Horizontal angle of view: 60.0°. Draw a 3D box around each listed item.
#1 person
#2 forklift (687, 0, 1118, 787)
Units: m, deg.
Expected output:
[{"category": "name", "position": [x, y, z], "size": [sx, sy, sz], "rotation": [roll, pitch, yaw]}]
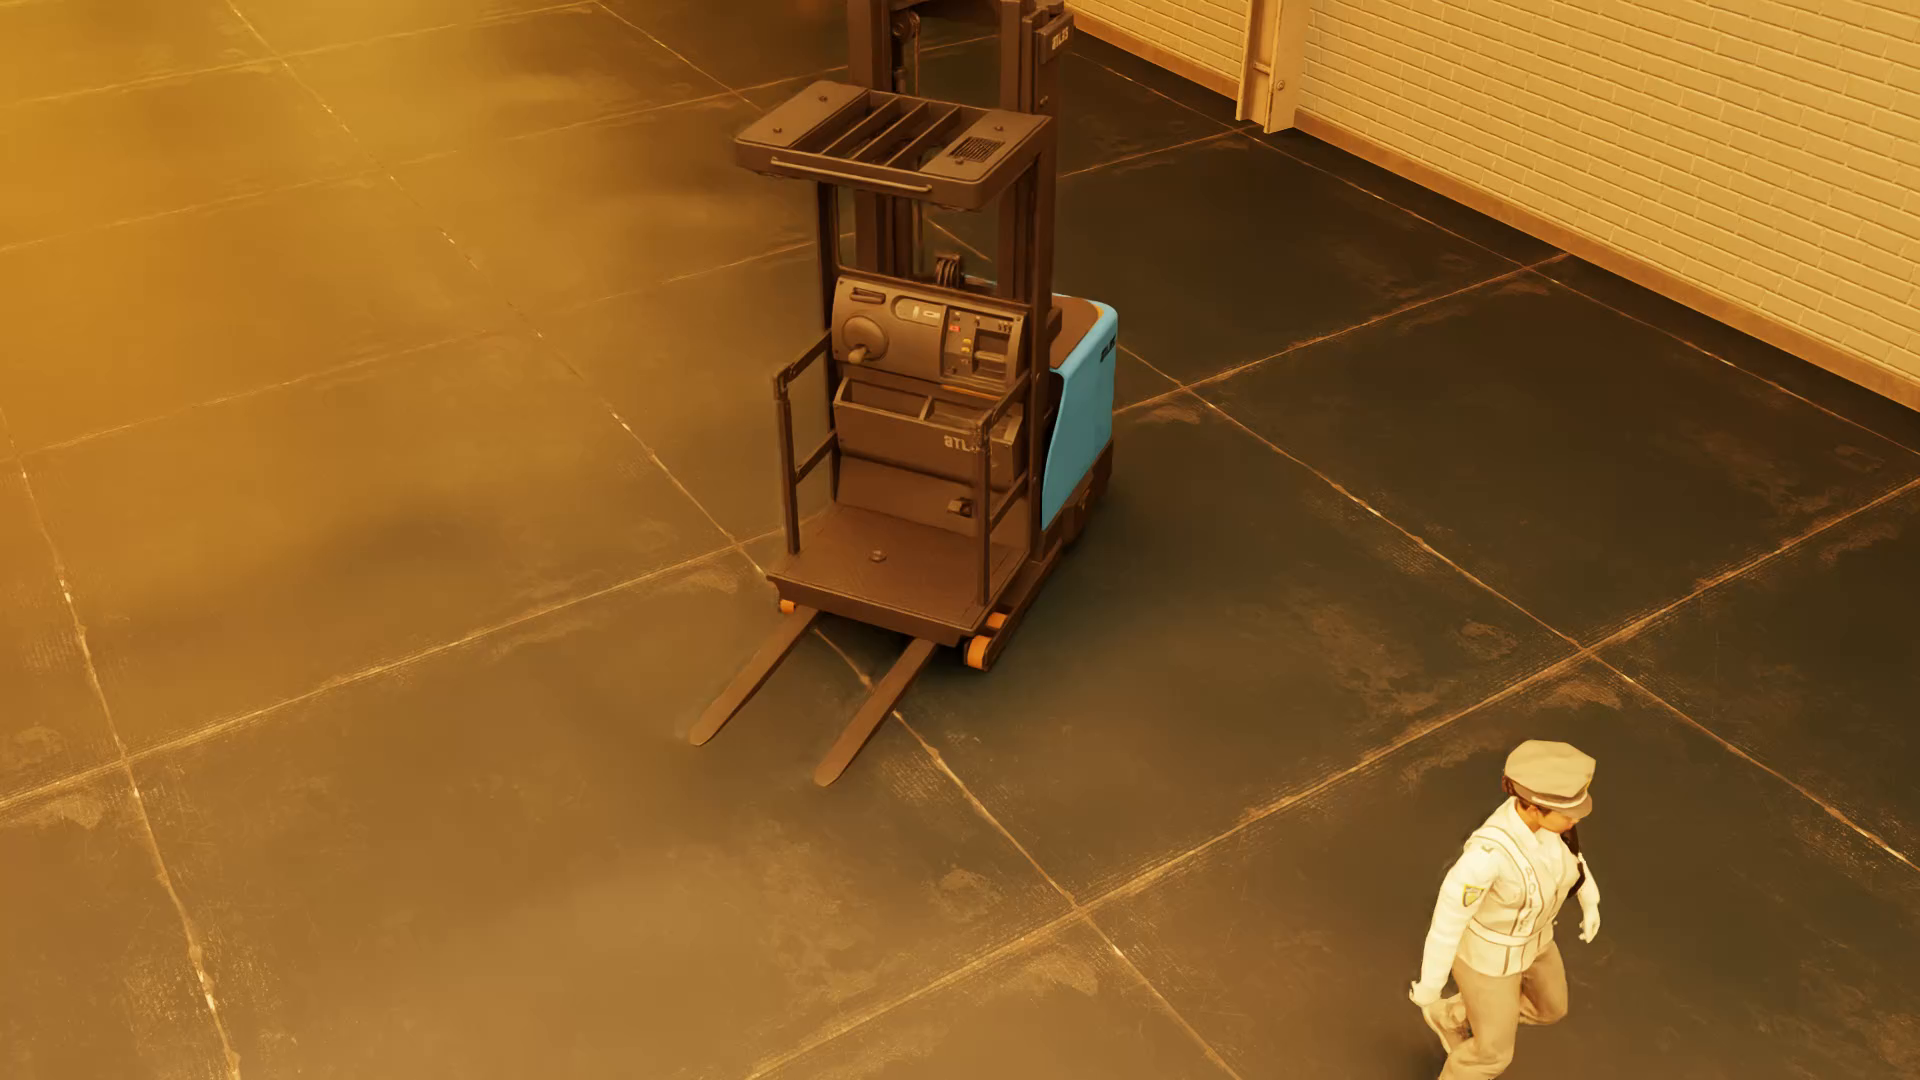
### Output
[{"category": "person", "position": [1.751, 1.309, 5.406], "size": [0.459, 1.650, 0.673], "rotation": [27, 43, 33]}, {"category": "forklift", "position": [-0.239, -0.871, 7.387], "size": [1.130, 2.935, 3.031], "rotation": [14, 38, 20]}]
